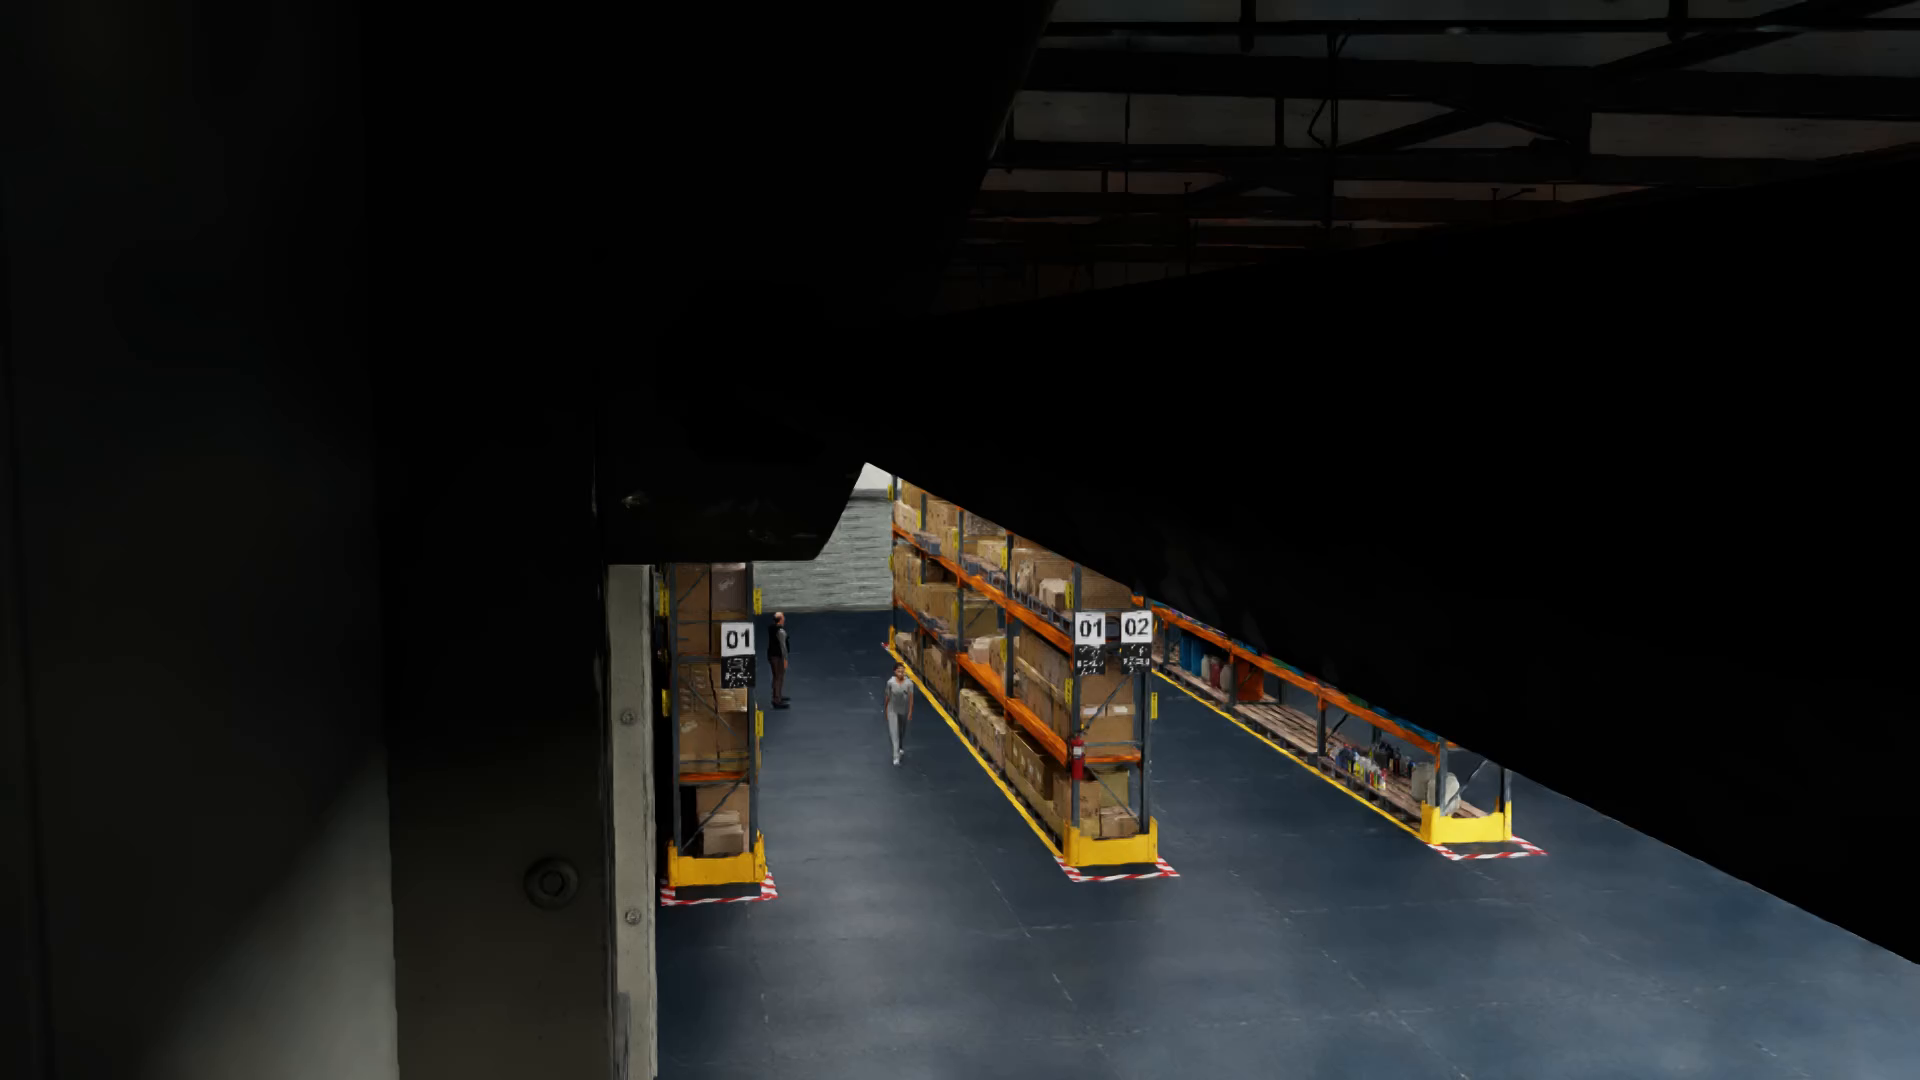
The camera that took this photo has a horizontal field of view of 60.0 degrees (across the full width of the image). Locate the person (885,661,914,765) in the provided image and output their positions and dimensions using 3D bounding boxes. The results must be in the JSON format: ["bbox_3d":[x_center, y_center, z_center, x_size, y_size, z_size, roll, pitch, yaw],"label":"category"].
[{"bbox_3d":[-0.945,2.692,26.223,0.445,1.591,1.110,-1,6,-13],"label":"person"}]

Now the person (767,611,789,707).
[{"bbox_3d":[-3.285,2.162,30.502,0.462,1.731,0.598,-3,7,-29],"label":"person"}]
